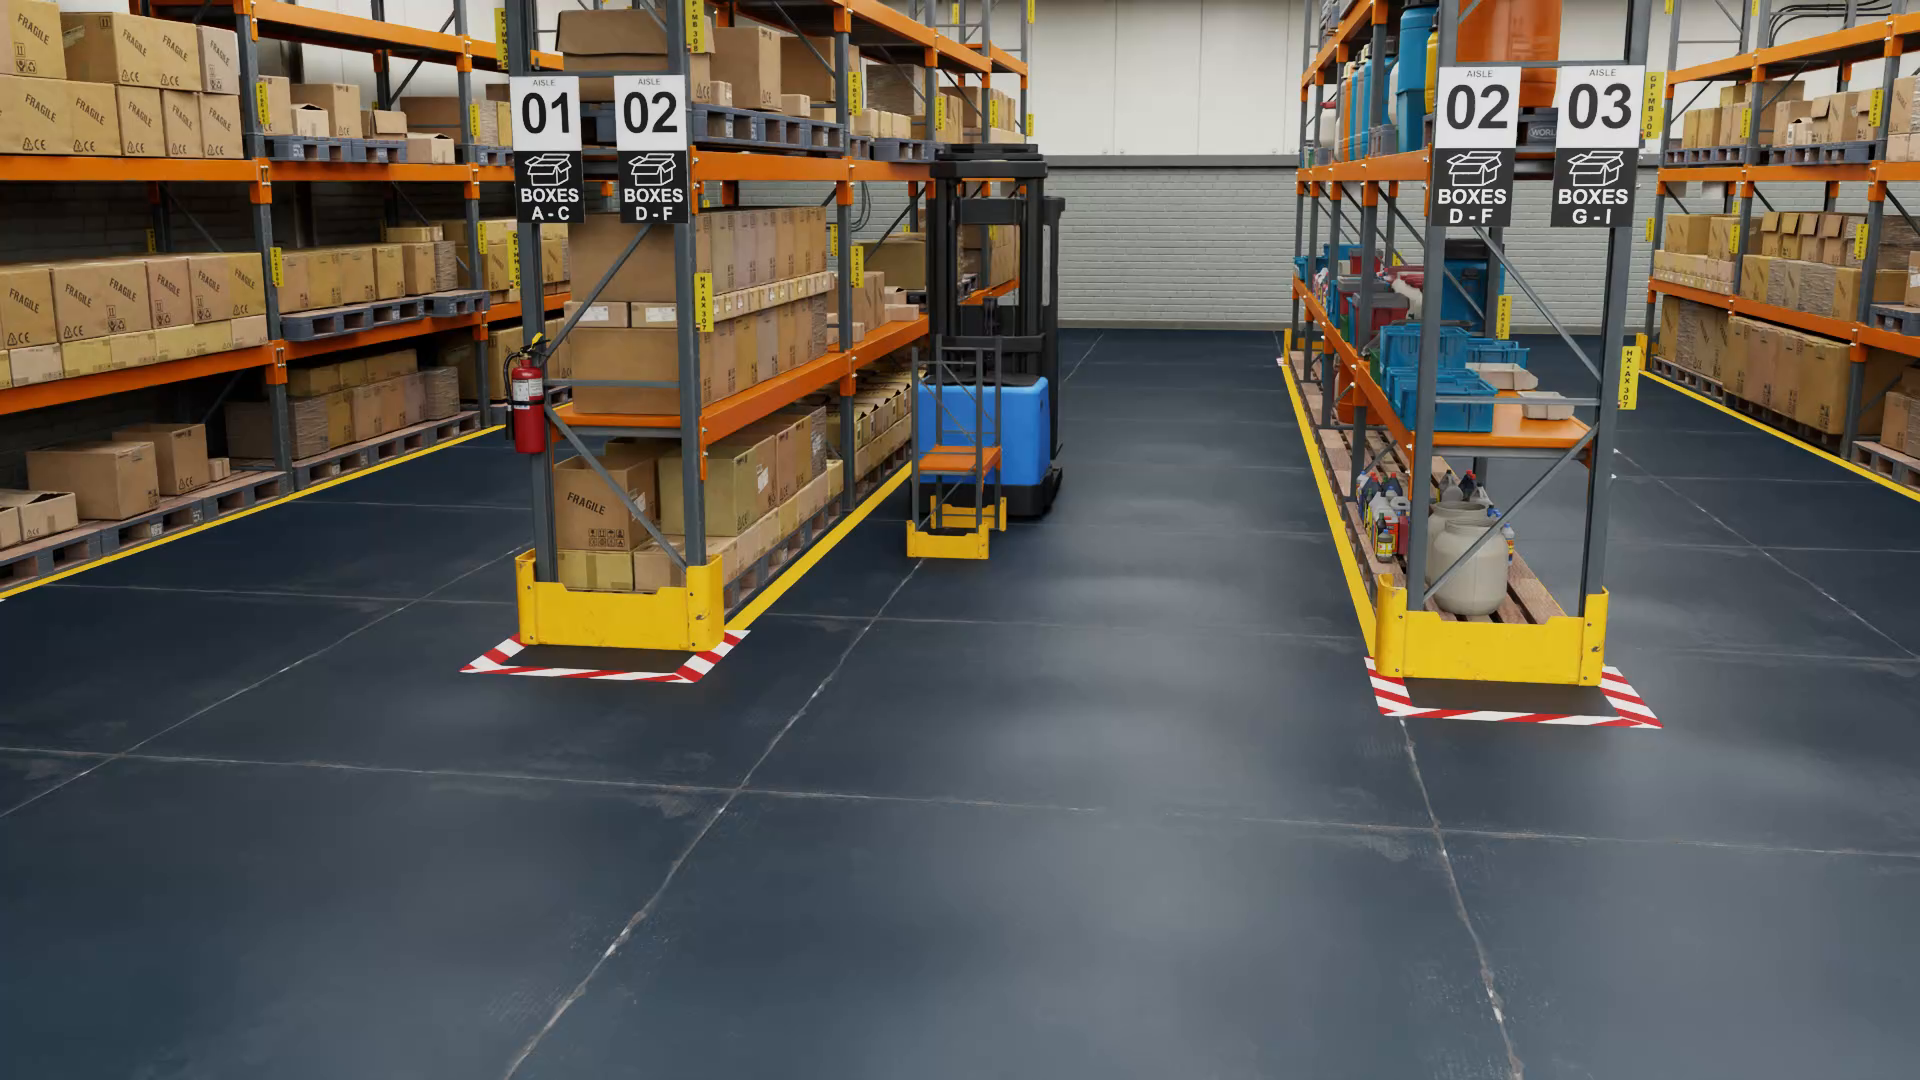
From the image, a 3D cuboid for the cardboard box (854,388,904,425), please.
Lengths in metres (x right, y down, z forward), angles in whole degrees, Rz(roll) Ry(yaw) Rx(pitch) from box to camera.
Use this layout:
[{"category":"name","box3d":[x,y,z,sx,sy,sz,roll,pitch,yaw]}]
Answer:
[{"category":"cardboard box","box3d":[-0.818,-1.250,15.374,0.500,0.311,0.500,2,12,10]}]

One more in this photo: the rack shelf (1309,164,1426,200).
[{"category":"rack shelf","box3d":[4.454,-3.919,18.148,1.077,0.370,4.000,2,12,9]}]

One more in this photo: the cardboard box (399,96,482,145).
[{"category":"cardboard box","box3d":[-5.626,-4.541,18.041,0.700,0.500,0.500,1,12,4]}]

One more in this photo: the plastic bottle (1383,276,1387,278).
[{"category":"plastic bottle","box3d":[4.887,-2.887,19.063,0.152,0.276,0.135,2,12,9]}]

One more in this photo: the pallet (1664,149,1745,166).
[{"category":"pallet","box3d":[10.167,-5.161,22.414,1.003,0.211,1.213,2,12,9]}]

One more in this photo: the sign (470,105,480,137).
[{"category":"sign","box3d":[-5.107,-4.410,17.491,0.100,0.325,0.005,2,12,9]}]

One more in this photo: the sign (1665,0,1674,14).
[{"category":"sign","box3d":[9.723,-7.379,22.781,0.100,0.325,0.005,2,12,9]}]

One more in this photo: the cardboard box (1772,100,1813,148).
[{"category":"cardboard box","box3d":[9.576,-4.660,18.642,0.700,0.500,0.500,2,12,10]}]

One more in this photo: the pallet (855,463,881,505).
[{"category":"pallet","box3d":[-1.288,-0.509,14.352,1.003,0.211,1.213,2,12,9]}]

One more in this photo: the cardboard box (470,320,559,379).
[{"category":"cardboard box","box3d":[-5.259,-2.195,19.663,0.750,0.750,0.750,2,12,8]}]

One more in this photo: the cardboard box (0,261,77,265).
[{"category":"cardboard box","box3d":[-6.771,-1.769,12.111,0.500,0.500,0.500,2,12,9]}]

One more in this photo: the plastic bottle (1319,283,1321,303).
[{"category":"plastic bottle","box3d":[4.076,-2.790,18.623,0.097,0.271,0.097,0,12,0]}]

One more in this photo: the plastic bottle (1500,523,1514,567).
[{"category":"plastic bottle","box3d":[3.503,0.028,10.674,0.097,0.271,0.097,0,12,0]}]

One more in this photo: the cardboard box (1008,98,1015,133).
[{"category":"cardboard box","box3d":[0.420,-6.112,24.001,0.700,0.500,0.500,2,12,9]}]

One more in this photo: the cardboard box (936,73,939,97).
[{"category":"cardboard box","box3d":[-0.517,-4.857,18.178,0.500,0.500,0.500,2,12,9]}]

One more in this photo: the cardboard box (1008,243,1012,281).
[{"category":"cardboard box","box3d":[0.447,-3.845,22.978,0.500,0.500,0.500,2,12,8]}]

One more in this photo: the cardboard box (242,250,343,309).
[{"category":"cardboard box","box3d":[-6.053,-2.362,15.050,0.700,0.500,0.500,3,13,14]}]

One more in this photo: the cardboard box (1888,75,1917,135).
[{"category":"cardboard box","box3d":[8.714,-3.898,14.917,0.500,0.500,0.500,2,12,9]}]

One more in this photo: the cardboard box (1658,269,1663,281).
[{"category":"cardboard box","box3d":[9.852,-3.654,22.924,0.380,0.149,0.250,2,12,8]}]

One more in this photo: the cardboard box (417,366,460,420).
[{"category":"cardboard box","box3d":[-5.702,-1.551,17.459,0.700,0.500,0.500,2,12,9]}]

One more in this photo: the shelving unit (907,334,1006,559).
[{"category":"shelving unit","box3d":[-0.012,-0.717,12.262,0.587,1.500,1.083,2,12,9]}]

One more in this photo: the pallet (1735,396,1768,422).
[{"category":"pallet","box3d":[9.611,-1.534,19.112,1.003,0.211,1.213,2,12,9]}]

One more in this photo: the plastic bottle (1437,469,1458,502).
[{"category":"plastic bottle","box3d":[3.575,-0.337,12.181,0.144,0.351,0.185,2,12,9]}]

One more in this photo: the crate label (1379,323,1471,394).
[{"category":"crate label","box3d":[2.932,-1.132,10.543,0.502,0.435,0.616,2,12,9]}]

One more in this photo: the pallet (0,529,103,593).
[{"category":"pallet","box3d":[-6.702,0.135,11.365,1.003,0.211,1.213,2,12,9]}]

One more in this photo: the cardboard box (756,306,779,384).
[{"category":"cardboard box","box3d":[-1.658,-1.352,11.411,0.700,0.500,0.500,2,12,10]}]

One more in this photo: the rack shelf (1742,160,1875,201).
[{"category":"rack shelf","box3d":[9.348,-3.759,17.403,1.077,0.370,4.000,2,12,9]}]

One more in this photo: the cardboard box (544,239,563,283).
[{"category":"cardboard box","box3d":[-5.076,-3.327,19.820,0.500,0.500,0.500,2,12,10]}]

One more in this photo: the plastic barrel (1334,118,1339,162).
[{"category":"plastic barrel","box3d":[3.796,-3.855,15.874,0.421,0.512,0.421,0,12,0]}]

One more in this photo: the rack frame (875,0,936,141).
[{"category":"rack frame","box3d":[-0.747,-5.482,16.572,1.000,3.000,0.127,2,12,9]}]

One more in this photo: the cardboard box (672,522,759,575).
[{"category":"cardboard box","box3d":[-1.602,0.046,10.690,0.500,0.250,0.500,2,12,9]}]

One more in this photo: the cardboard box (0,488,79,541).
[{"category":"cardboard box","box3d":[-6.590,-0.205,11.660,0.500,0.311,0.500,3,13,13]}]

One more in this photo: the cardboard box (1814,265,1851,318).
[{"category":"cardboard box","box3d":[8.954,-2.491,16.695,0.500,0.500,0.500,2,12,8]}]

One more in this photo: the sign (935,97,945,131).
[{"category":"sign","box3d":[-0.200,-4.288,16.734,0.100,0.325,0.005,2,12,9]}]

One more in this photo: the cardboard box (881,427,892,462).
[{"category":"cardboard box","box3d":[-0.899,-0.868,14.933,0.500,0.250,0.500,1,12,7]}]

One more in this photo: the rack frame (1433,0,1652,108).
[{"category":"rack frame","box3d":[2.916,-3.656,8.096,1.000,3.000,0.127,2,12,9]}]

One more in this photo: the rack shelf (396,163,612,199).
[{"category":"rack shelf","box3d":[-5.335,-4.240,19.637,1.077,0.370,4.000,2,12,9]}]

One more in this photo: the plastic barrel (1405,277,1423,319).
[{"category":"plastic barrel","box3d":[4.008,-1.967,14.178,0.433,0.535,0.433,0,12,0]}]

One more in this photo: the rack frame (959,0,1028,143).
[{"category":"rack frame","box3d":[0.483,-7.148,24.300,1.000,3.000,0.127,2,12,9]}]

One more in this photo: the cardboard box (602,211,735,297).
[{"category":"cardboard box","box3d":[-1.810,-1.785,10.339,0.700,0.500,0.500,2,12,7]}]

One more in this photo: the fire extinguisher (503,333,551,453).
[{"category":"fire extinguisher","box3d":[-2.455,-0.837,9.441,0.296,0.674,0.183,2,12,9]}]

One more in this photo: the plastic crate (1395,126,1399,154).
[{"category":"plastic crate","box3d":[3.020,-2.599,10.815,0.336,0.188,0.450,2,12,9]}]

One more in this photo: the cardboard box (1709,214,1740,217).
[{"category":"cardboard box","box3d":[10.456,-4.222,22.834,0.500,0.500,0.500,2,12,9]}]

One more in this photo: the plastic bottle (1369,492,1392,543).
[{"category":"plastic bottle","box3d":[2.874,-0.155,11.335,0.144,0.351,0.185,2,12,11]}]

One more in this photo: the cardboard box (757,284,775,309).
[{"category":"cardboard box","box3d":[-1.467,-1.645,11.229,0.380,0.149,0.250,2,12,9]}]

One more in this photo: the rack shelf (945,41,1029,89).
[{"category":"rack shelf","box3d":[0.175,-6.378,22.444,1.077,0.370,4.000,2,12,9]}]

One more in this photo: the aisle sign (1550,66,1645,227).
[{"category":"aisle sign","box3d":[3.194,-1.969,8.341,0.394,0.787,0.004,2,12,9]}]

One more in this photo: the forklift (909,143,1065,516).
[{"category":"forklift","box3d":[0.314,-1.880,14.261,1.130,2.935,3.031,2,12,8]}]

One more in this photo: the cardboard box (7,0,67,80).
[{"category":"cardboard box","box3d":[-6.379,-3.340,11.093,0.500,0.500,0.500,2,12,10]}]

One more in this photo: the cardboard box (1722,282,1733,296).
[{"category":"cardboard box","box3d":[9.379,-3.012,19.945,0.380,0.149,0.250,2,12,9]}]

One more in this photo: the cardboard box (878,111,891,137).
[{"category":"cardboard box","box3d":[-0.923,-3.823,15.353,0.500,0.250,0.500,2,12,8]}]
